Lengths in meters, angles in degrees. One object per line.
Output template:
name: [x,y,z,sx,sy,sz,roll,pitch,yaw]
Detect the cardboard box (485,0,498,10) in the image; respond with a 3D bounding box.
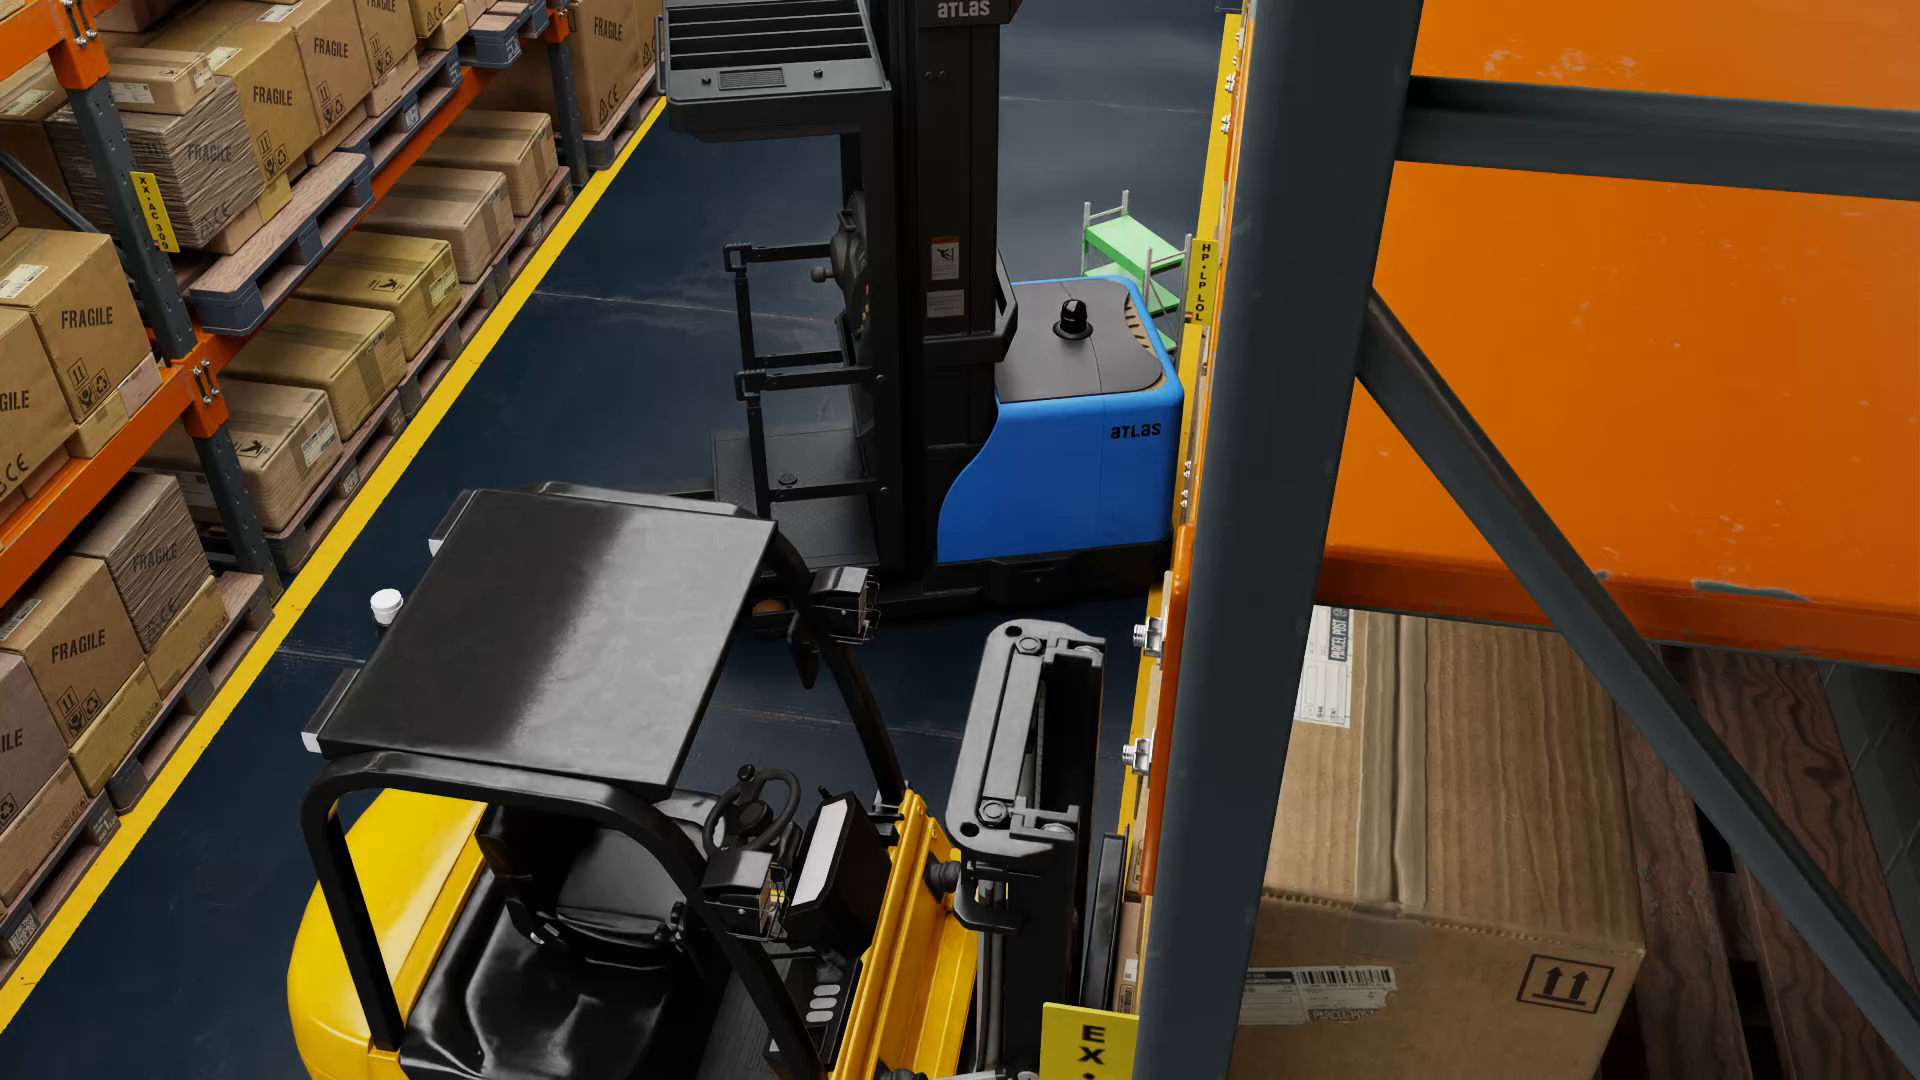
cardboard box: [-2.643,-2.944,8.825,0.380,0.149,0.250,6,40,7]

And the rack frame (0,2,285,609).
rack frame: [-3.535,-0.940,6.533,1.000,3.000,0.127,6,40,8]

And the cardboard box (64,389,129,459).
cardboard box: [-3.327,-0.451,6.138,0.380,0.149,0.250,7,40,9]

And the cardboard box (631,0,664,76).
cardboard box: [-2.483,-3.777,11.302,0.875,0.875,0.875,7,40,8]

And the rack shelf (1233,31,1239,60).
rack shelf: [2.392,-3.883,10.657,1.077,0.370,4.000,6,40,8]

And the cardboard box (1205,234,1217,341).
cardboard box: [1.265,-0.998,6.721,0.500,0.250,0.500,6,40,7]

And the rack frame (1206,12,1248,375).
rack frame: [1.354,-0.395,5.874,1.000,3.000,0.127,6,40,8]

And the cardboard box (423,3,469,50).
cardboard box: [-2.728,-2.613,8.424,0.380,0.149,0.250,7,40,8]

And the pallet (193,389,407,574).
pallet: [-3.402,-0.354,8.013,1.003,0.211,1.213,6,40,8]

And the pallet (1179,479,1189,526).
pallet: [1.443,0.213,7.327,1.003,0.211,1.213,6,40,8]

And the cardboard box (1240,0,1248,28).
cardboard box: [1.704,-2.791,8.498,0.500,0.250,0.500,6,40,8]

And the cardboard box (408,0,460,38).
cardboard box: [-2.813,-2.807,8.149,0.500,0.500,0.500,4,40,5]

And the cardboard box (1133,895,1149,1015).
cardboard box: [0.676,1.093,3.996,0.500,0.500,0.500,6,40,7]

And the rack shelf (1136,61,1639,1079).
rack shelf: [1.008,-0.019,3.629,1.077,0.370,4.000,6,40,8]

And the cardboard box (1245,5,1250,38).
cardboard box: [0.977,-1.406,4.532,0.380,0.149,0.250,7,40,9]

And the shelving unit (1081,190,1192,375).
shelving unit: [0.817,-1.016,8.037,0.258,1.200,0.503,-21,44,-24]

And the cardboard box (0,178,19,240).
cardboard box: [-3.825,-1.226,5.783,0.700,0.500,0.500,6,40,7]

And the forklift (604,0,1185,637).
forklift: [-0.620,-1.069,6.743,3.031,2.935,1.130,-6,40,-7]

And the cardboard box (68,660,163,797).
cardboard box: [-3.455,0.694,6.385,0.500,0.250,0.500,5,40,6]

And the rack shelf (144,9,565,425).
rack shelf: [-3.189,-1.918,8.280,1.077,0.370,4.000,6,40,8]

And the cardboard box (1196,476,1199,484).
cardboard box: [0.550,0.098,2.621,0.396,0.266,0.258,6,40,8]

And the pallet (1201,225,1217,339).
pallet: [1.865,-1.318,9.179,1.003,0.211,1.213,6,40,8]

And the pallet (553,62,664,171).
pallet: [-2.632,-2.862,11.046,1.003,0.211,1.213,6,40,8]

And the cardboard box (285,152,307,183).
cardboard box: [-3.103,-1.659,7.270,0.380,0.149,0.250,9,40,11]

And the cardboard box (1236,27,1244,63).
cardboard box: [1.533,-2.148,7.719,0.500,0.250,0.500,5,40,7]

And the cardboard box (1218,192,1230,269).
cardboard box: [0.913,-0.580,3.255,0.797,0.503,0.637,8,40,9]

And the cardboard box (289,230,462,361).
cardboard box: [-3.207,-1.307,8.709,0.950,0.372,0.625,8,40,9]

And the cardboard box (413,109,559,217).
cardboard box: [-2.951,-2.246,9.845,0.950,0.372,0.625,4,40,5]

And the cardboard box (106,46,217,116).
cardboard box: [-3.106,-1.761,6.376,0.380,0.149,0.250,6,40,7]

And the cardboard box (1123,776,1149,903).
cardboard box: [0.788,1.020,5.206,0.500,0.250,0.500,8,40,9]

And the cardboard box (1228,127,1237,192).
cardboard box: [0.844,-0.924,3.949,0.380,0.149,0.250,8,40,9]

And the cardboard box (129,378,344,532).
cardboard box: [-3.447,-0.418,7.635,0.950,0.372,0.625,7,40,8]

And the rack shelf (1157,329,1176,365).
rack shelf: [0.817,-0.967,8.078,0.258,0.148,0.480,-21,44,-24]

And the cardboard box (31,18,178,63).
cardboard box: [-3.597,-1.882,7.030,0.500,0.500,0.500,7,40,8]

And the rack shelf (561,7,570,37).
rack shelf: [-2.497,-4.428,11.317,1.077,0.370,4.000,6,40,8]

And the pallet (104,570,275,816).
pallet: [-3.617,0.560,6.907,1.003,0.211,1.213,6,40,8]

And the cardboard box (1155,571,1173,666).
cardboard box: [0.961,0.387,5.972,0.500,0.250,0.500,6,40,7]

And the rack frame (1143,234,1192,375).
rack frame: [0.944,-0.883,7.877,0.240,1.200,0.015,-21,44,-24]

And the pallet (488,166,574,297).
pallet: [-2.980,-1.885,9.865,1.003,0.211,1.213,6,40,8]

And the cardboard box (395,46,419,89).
cardboard box: [-2.858,-2.303,8.048,0.380,0.149,0.250,5,40,6]

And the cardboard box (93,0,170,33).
cardboard box: [-3.571,-2.254,6.971,0.380,0.149,0.250,5,40,6]

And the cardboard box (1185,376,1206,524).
cardboard box: [1.020,-0.184,5.540,0.500,0.500,0.500,5,40,6]

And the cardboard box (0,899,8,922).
cardboard box: [-3.638,1.329,5.617,0.500,0.250,0.500,9,40,11]

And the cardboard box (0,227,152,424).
cardboard box: [-3.367,-0.787,6.036,0.500,0.500,0.500,5,40,7]

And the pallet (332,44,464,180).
pallet: [-3.145,-2.130,8.122,1.003,0.211,1.213,6,40,8]

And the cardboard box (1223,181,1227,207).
cardboard box: [1.231,-1.414,6.518,0.380,0.149,0.250,5,40,6]

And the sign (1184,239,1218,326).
sign: [0.818,-0.864,5.595,0.100,0.325,0.005,6,40,8]

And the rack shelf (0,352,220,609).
rack shelf: [-3.881,0.592,5.244,1.077,0.370,4.000,6,40,8]

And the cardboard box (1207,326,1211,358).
cardboard box: [1.187,-0.866,6.169,0.500,0.250,0.500,6,40,7]

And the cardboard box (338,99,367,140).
cardboard box: [-2.972,-1.971,7.647,0.380,0.149,0.250,7,40,8]

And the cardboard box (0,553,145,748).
cardboard box: [-3.460,0.389,6.165,0.500,0.500,0.500,7,40,8]

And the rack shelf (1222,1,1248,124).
rack shelf: [1.700,-2.529,6.665,1.077,0.370,4.000,6,40,8]

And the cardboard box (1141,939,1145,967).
cardboard box: [0.599,0.815,3.589,0.380,0.149,0.250,7,40,9]

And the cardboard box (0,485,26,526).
cardboard box: [-3.506,-0.141,5.763,0.380,0.149,0.250,6,40,7]

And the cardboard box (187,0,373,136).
cardboard box: [-2.987,-2.141,7.344,0.500,0.500,0.500,6,40,7]

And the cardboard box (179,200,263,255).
cardboard box: [-3.128,-1.317,6.856,0.380,0.149,0.250,7,40,8]

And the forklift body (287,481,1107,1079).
forklift body: [-0.807,1.051,4.791,2.313,2.155,1.214,6,40,8]

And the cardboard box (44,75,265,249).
cardboard box: [-3.172,-1.518,6.590,0.500,0.500,0.500,7,40,9]
